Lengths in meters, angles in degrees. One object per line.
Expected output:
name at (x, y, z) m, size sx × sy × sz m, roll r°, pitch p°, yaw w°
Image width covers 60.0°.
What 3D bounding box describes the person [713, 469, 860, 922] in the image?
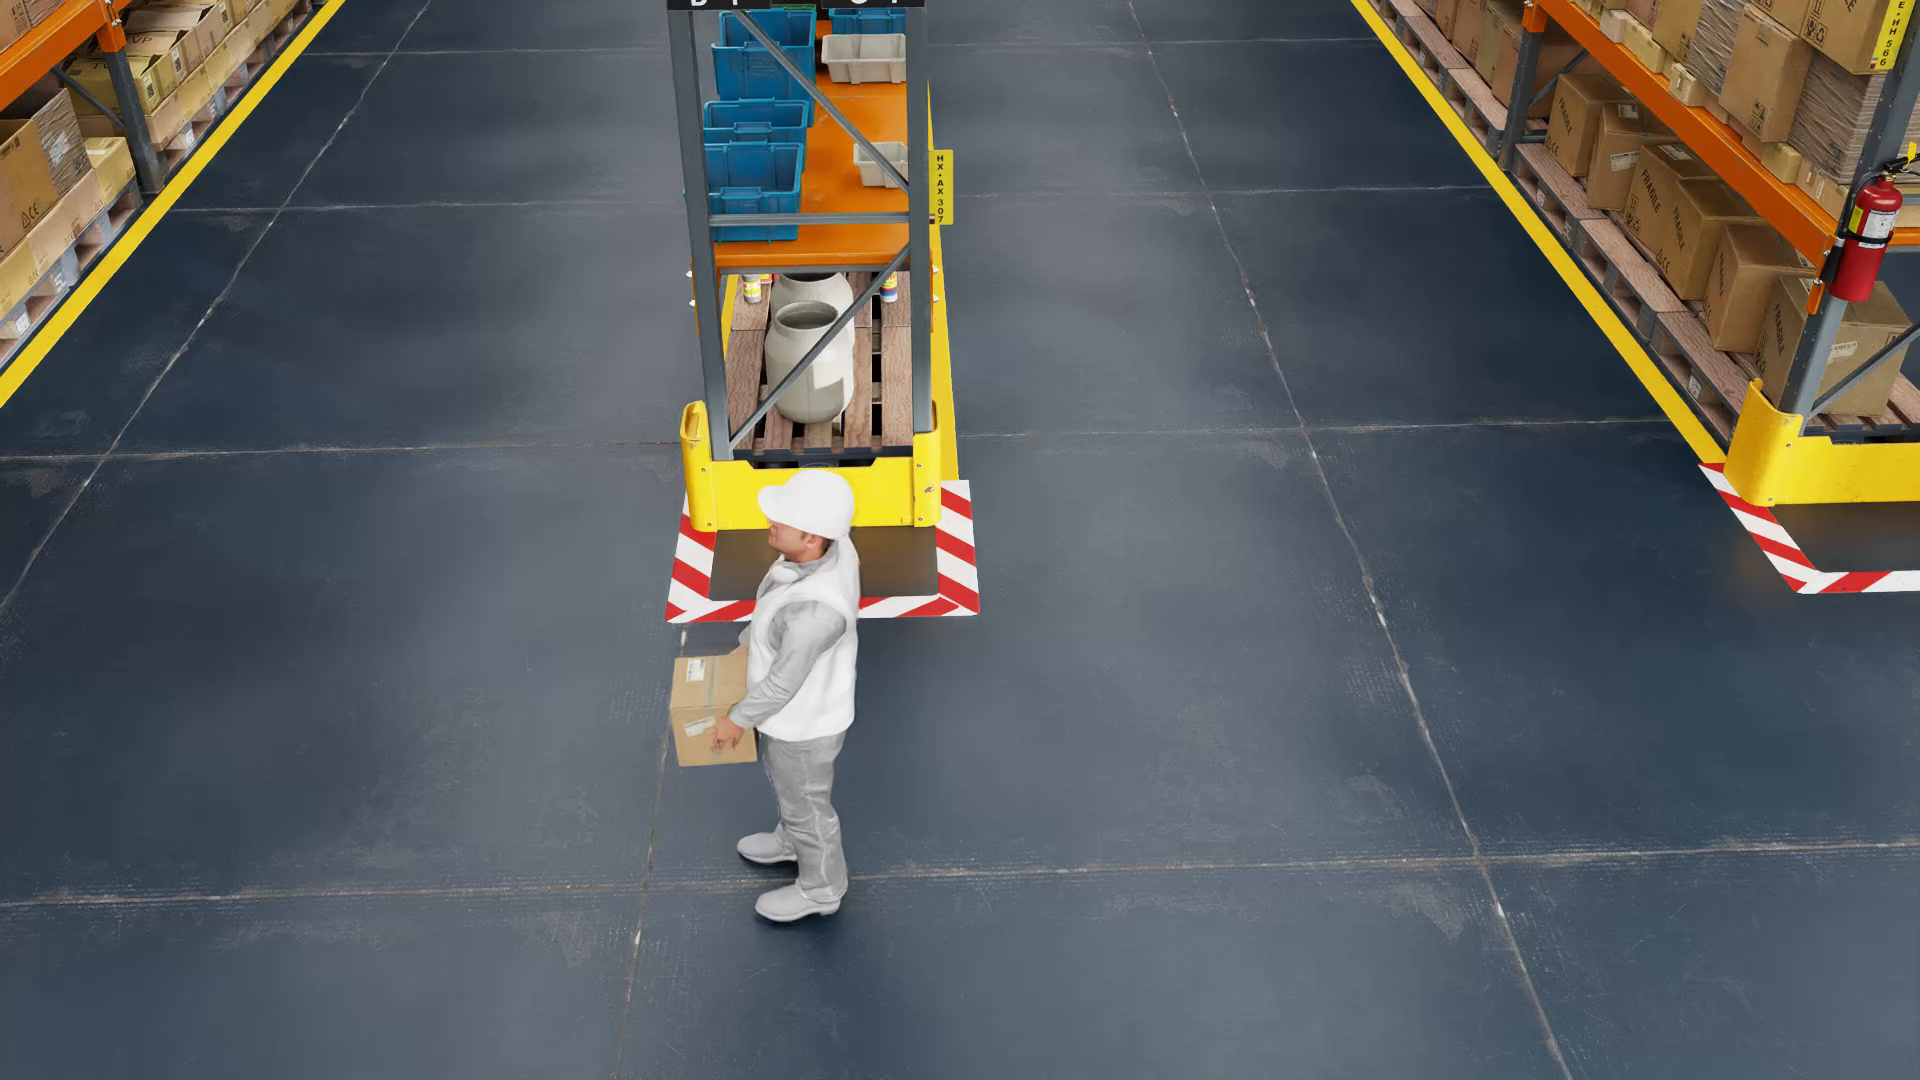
person at (-0.563, 0.522, 5.374) m, size 0.507 × 1.775 × 0.533 m, roll 0°, pitch 35°, yaw -1°
